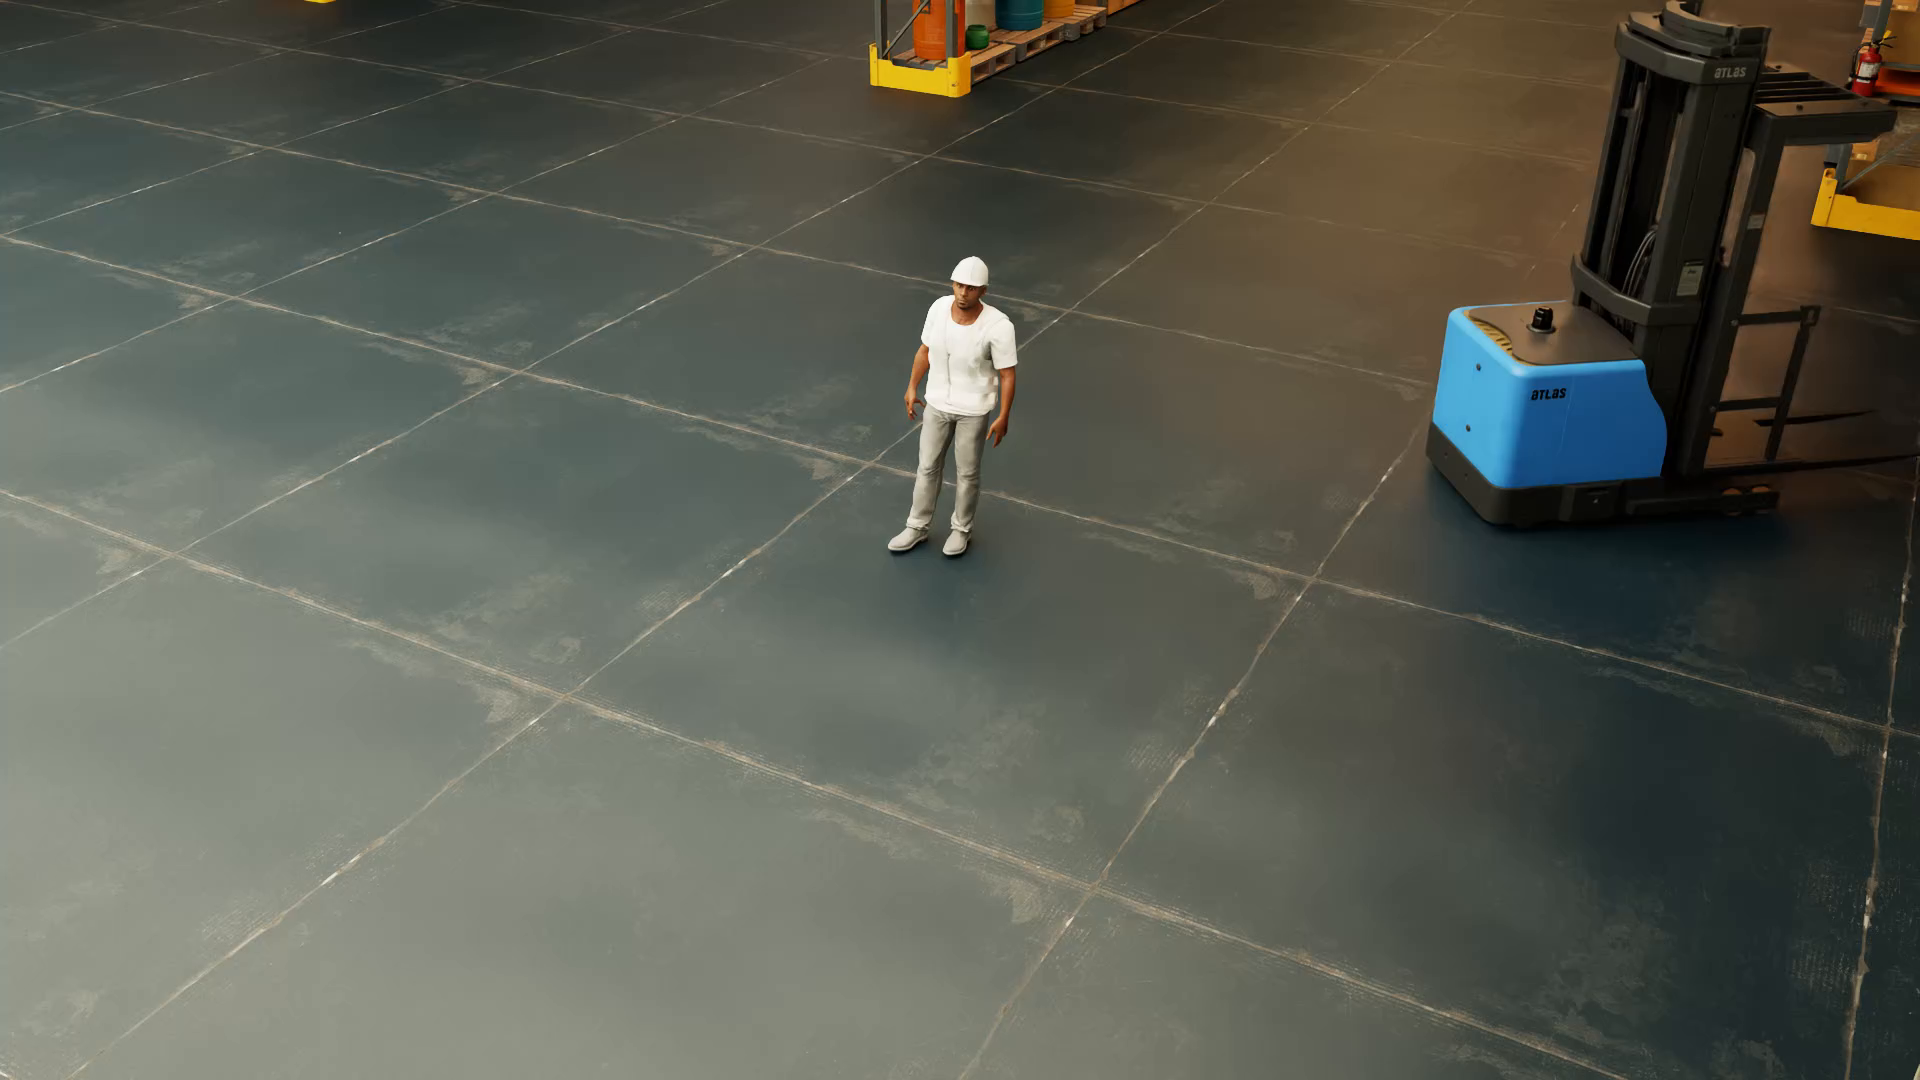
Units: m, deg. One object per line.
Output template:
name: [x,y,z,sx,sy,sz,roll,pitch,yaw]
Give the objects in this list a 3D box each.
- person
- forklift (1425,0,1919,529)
person: [-0.038,-0.741,9.507,0.666,1.768,0.575,15,33,25]
forklift: [4.594,-1.674,9.971,3.031,2.935,1.130,-5,30,-8]
